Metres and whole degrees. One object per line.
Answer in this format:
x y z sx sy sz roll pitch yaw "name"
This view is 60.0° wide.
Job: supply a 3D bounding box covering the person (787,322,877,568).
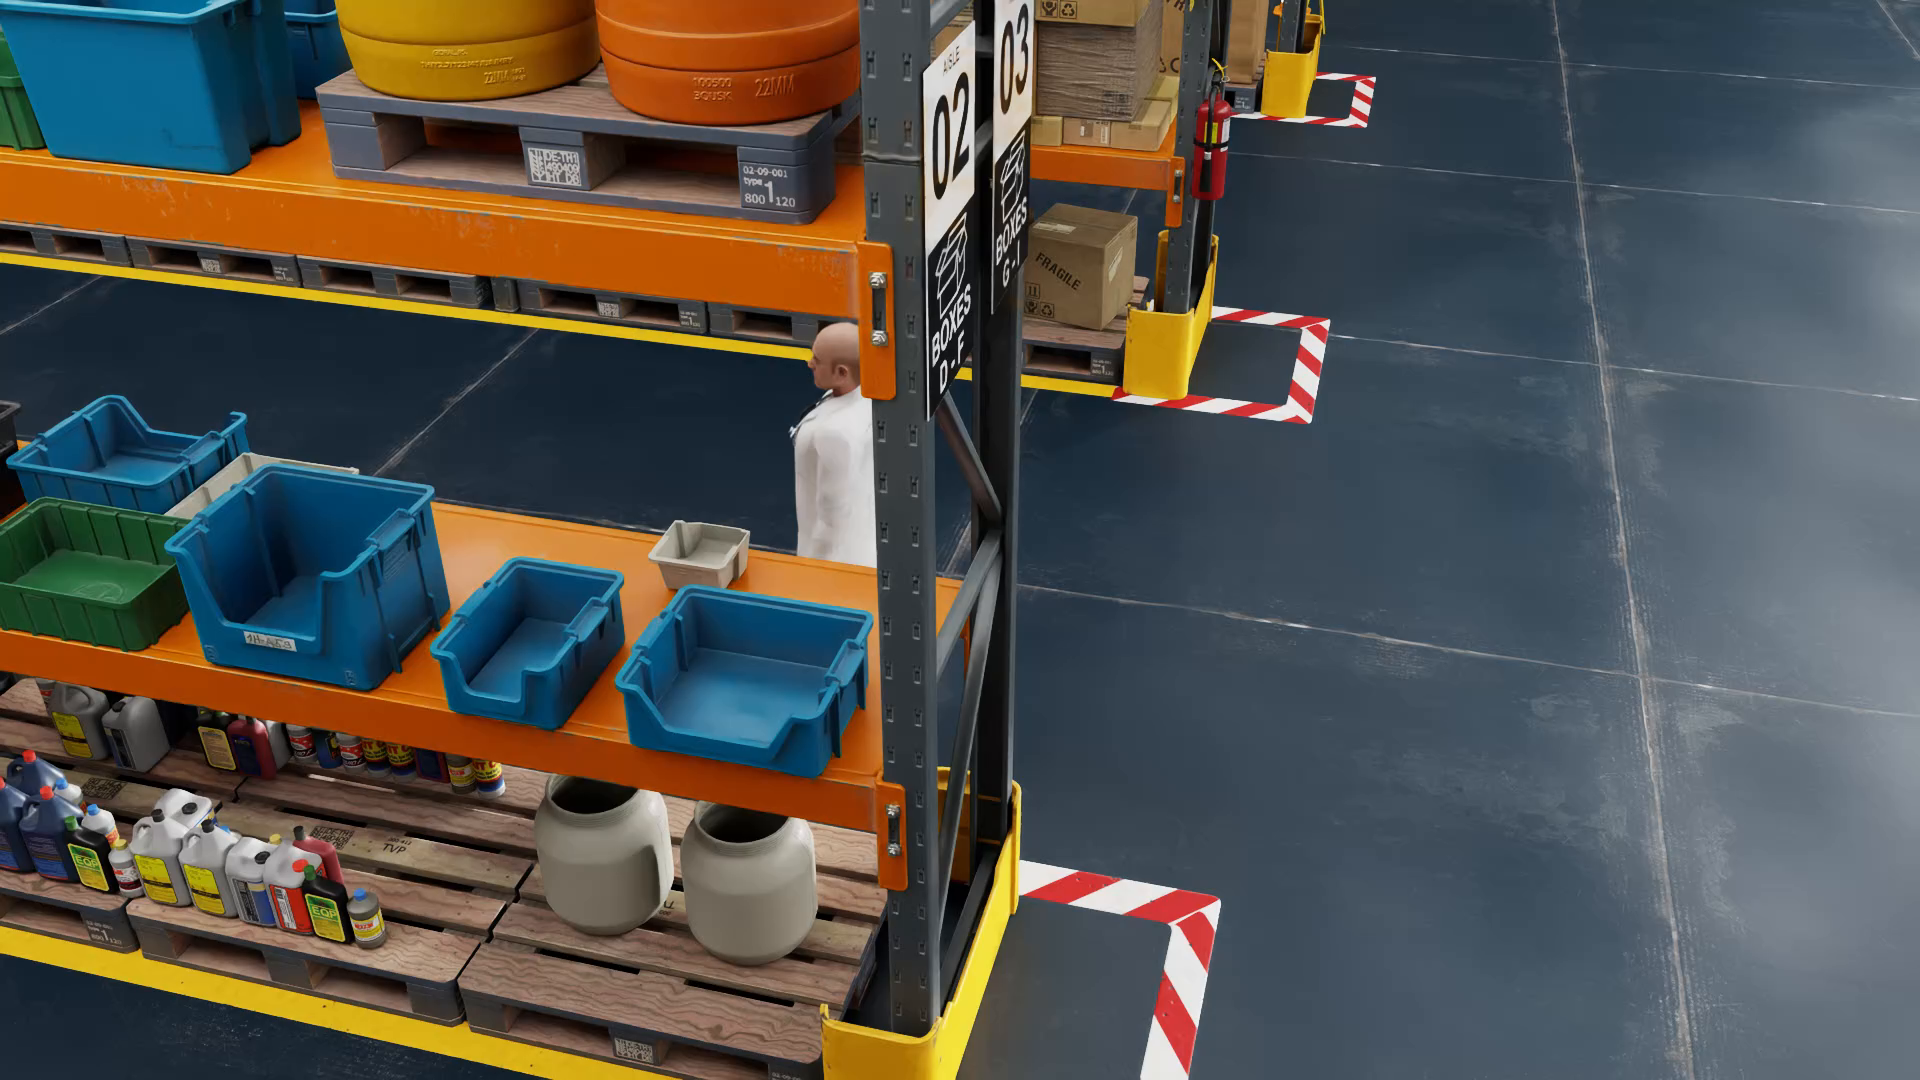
-0.439 0.015 6.130 0.376 1.779 0.561 8 33 12 "person"
